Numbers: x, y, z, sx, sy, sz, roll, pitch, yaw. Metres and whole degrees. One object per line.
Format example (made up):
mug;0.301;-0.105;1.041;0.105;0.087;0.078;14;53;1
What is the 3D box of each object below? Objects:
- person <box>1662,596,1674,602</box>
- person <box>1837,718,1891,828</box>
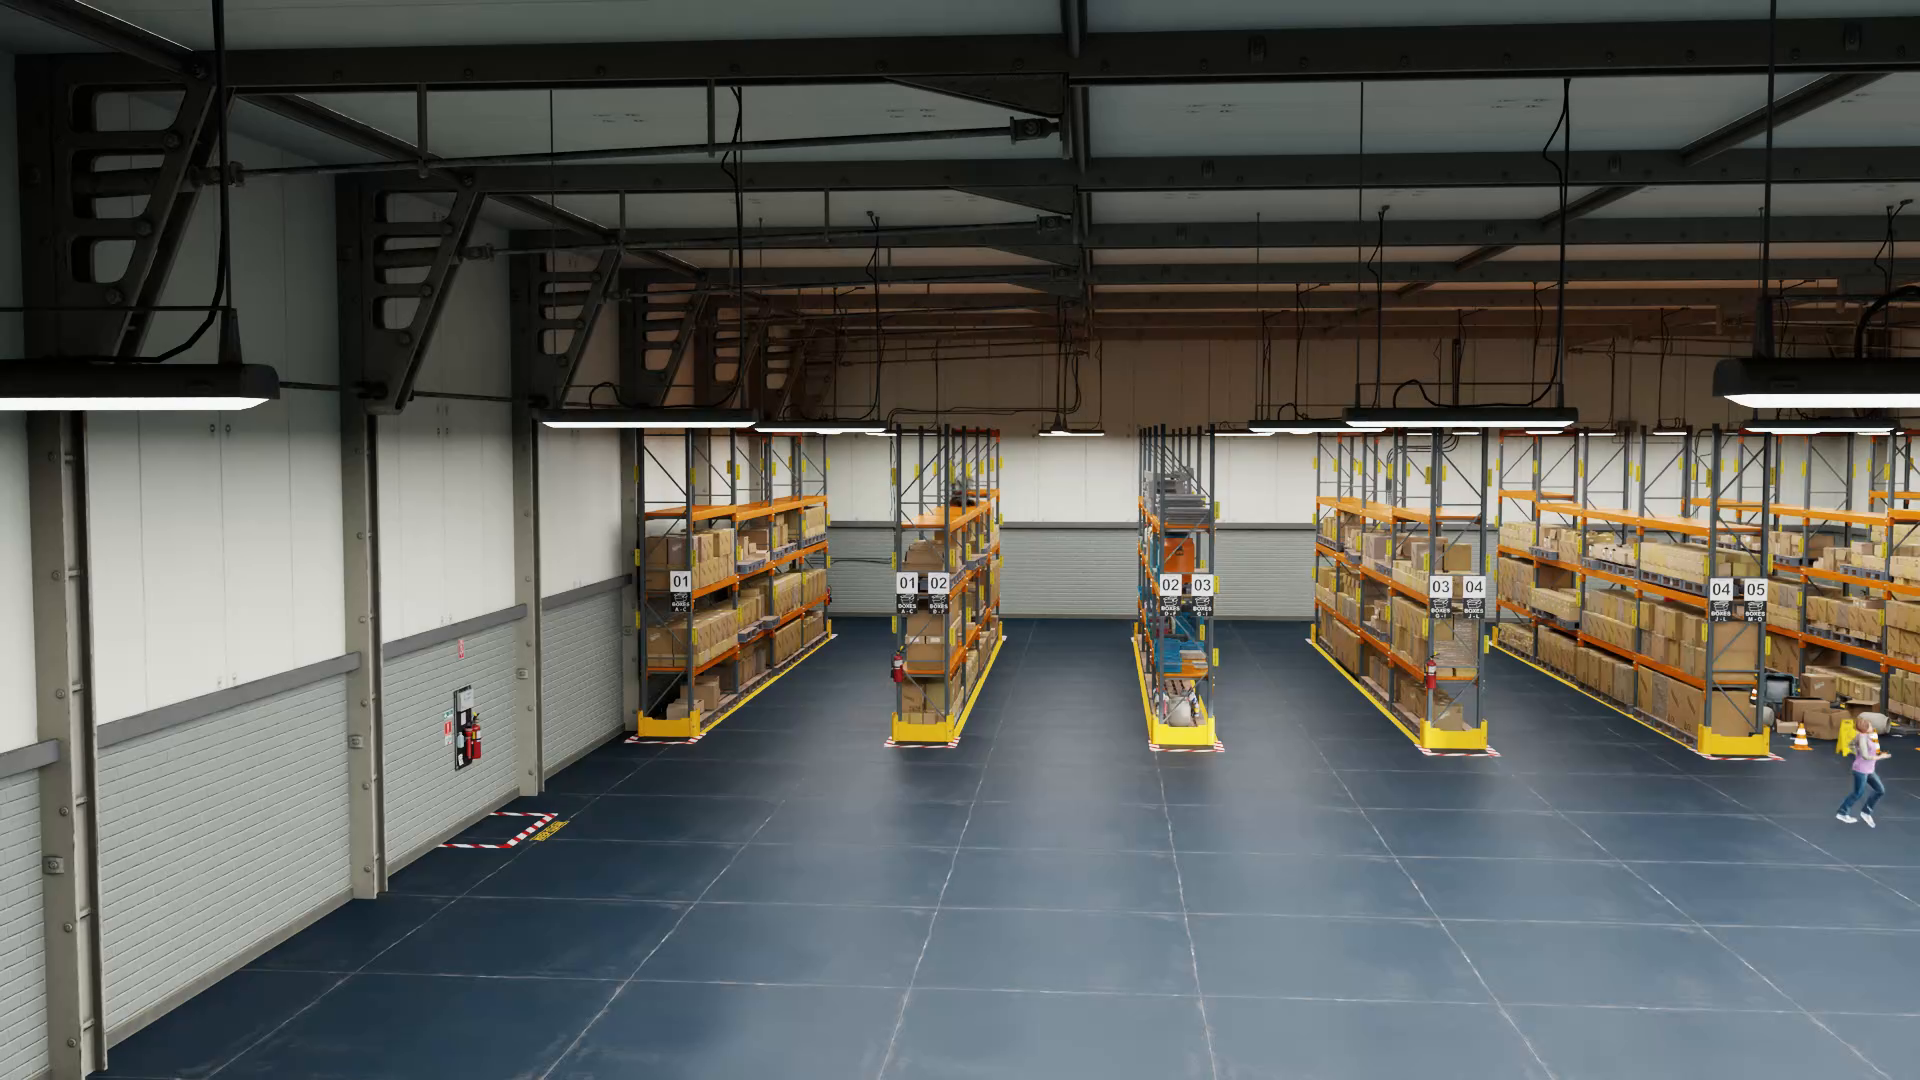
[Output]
person;20.124;2.025;47.201;0.539;1.664;0.731;2;4;27
person;13.321;3.430;24.500;0.682;1.621;0.507;3;4;39
